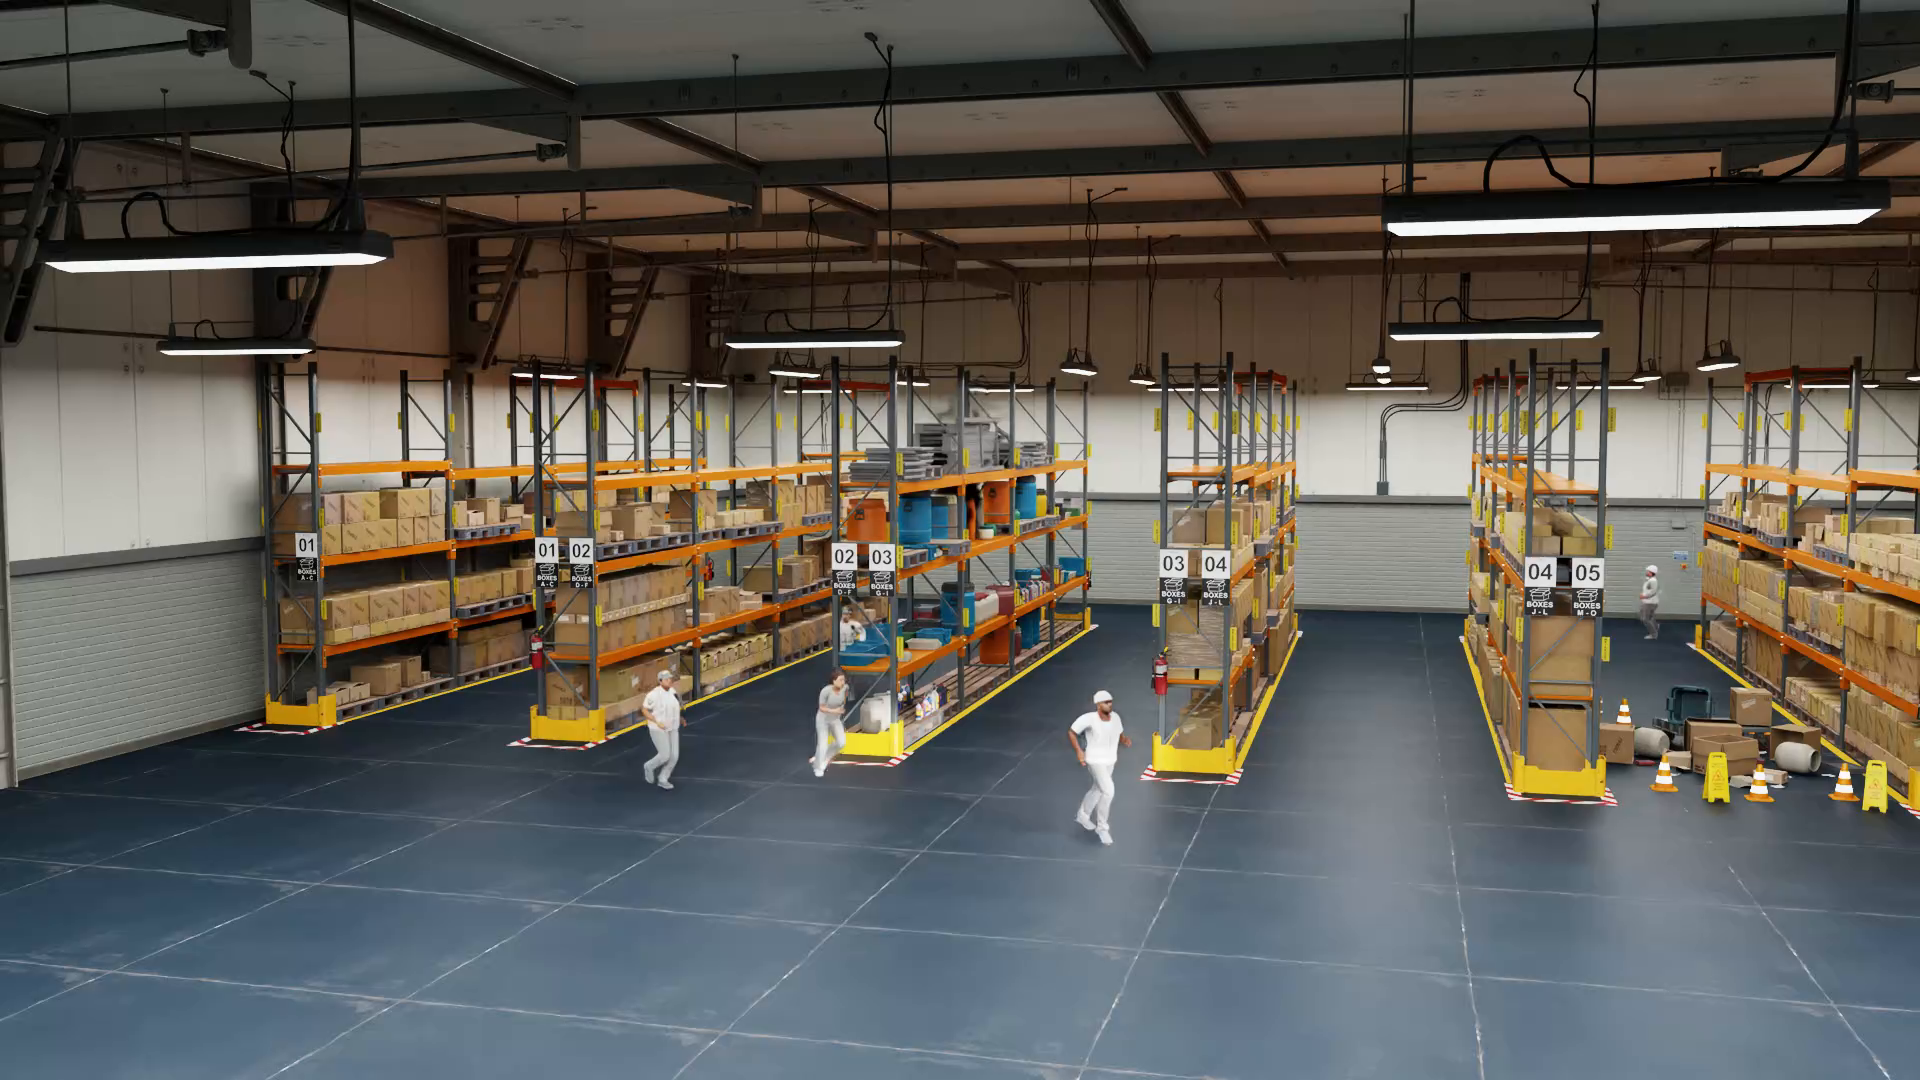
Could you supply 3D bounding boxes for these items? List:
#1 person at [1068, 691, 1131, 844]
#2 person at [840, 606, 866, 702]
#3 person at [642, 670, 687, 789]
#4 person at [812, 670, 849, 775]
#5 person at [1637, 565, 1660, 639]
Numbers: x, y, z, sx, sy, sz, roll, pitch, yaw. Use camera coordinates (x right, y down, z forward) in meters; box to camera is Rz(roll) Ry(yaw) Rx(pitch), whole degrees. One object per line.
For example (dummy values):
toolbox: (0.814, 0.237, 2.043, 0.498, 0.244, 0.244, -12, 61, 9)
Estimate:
person: (1.697, 2.708, 20.084, 0.686, 1.821, 0.785, -4, 5, -42)
person: (-2.027, 2.056, 30.035, 0.590, 1.740, 0.726, 1, 4, 12)
person: (-4.049, 2.590, 22.785, 0.543, 1.621, 0.587, 3, 5, 36)
person: (-1.777, 2.587, 23.483, 0.586, 1.528, 0.839, -3, 5, -36)
person: (15.944, 1.437, 38.445, 0.519, 1.728, 0.689, 1, 4, 19)
